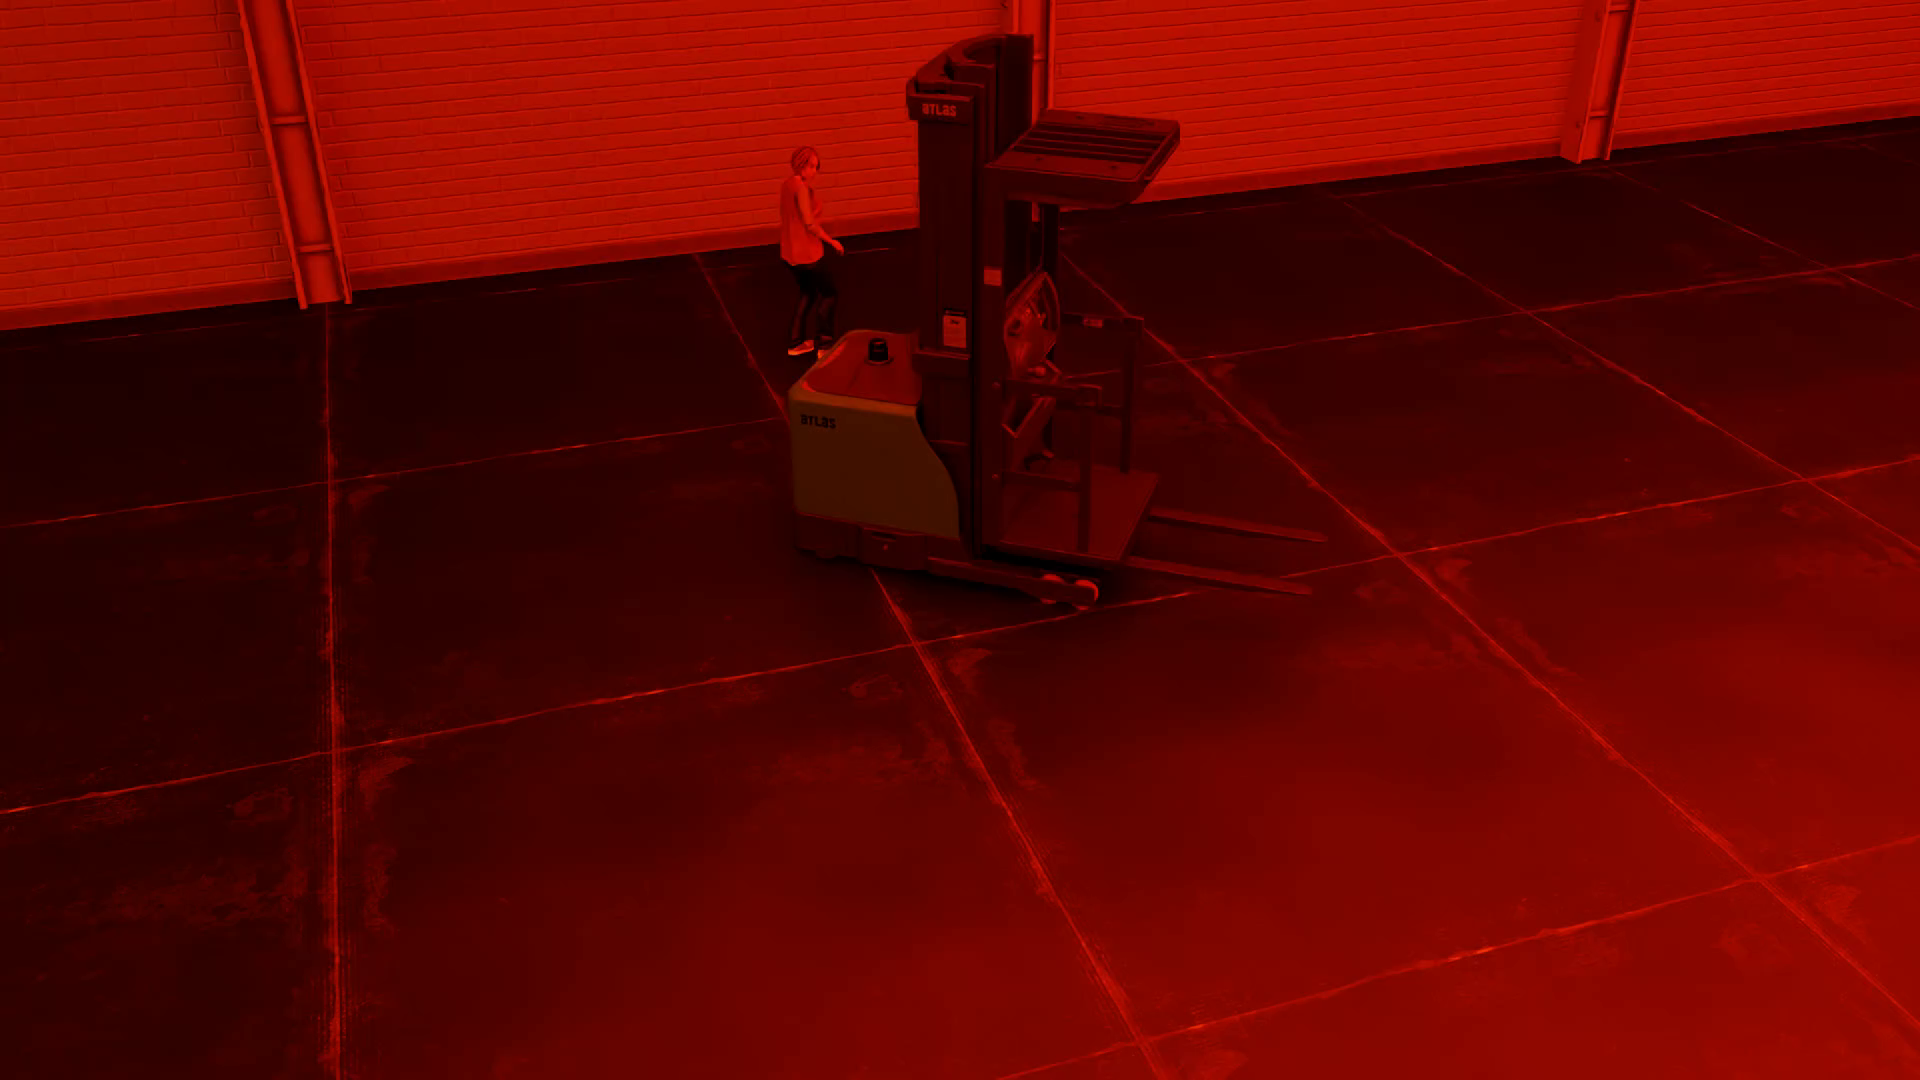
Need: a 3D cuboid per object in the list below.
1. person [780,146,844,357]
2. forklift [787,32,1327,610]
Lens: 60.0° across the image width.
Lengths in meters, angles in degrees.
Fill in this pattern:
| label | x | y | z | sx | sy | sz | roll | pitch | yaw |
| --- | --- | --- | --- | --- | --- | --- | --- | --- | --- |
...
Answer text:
| label | x | y | z | sx | sy | sz | roll | pitch | yaw |
| --- | --- | --- | --- | --- | --- | --- | --- | --- | --- |
| person | -1.100 | -2.085 | 12.103 | 0.447 | 1.562 | 0.625 | -19 | 35 | -29 |
| forklift | 0.583 | -1.178 | 9.134 | 3.031 | 2.935 | 1.130 | 9 | 31 | 16 |
